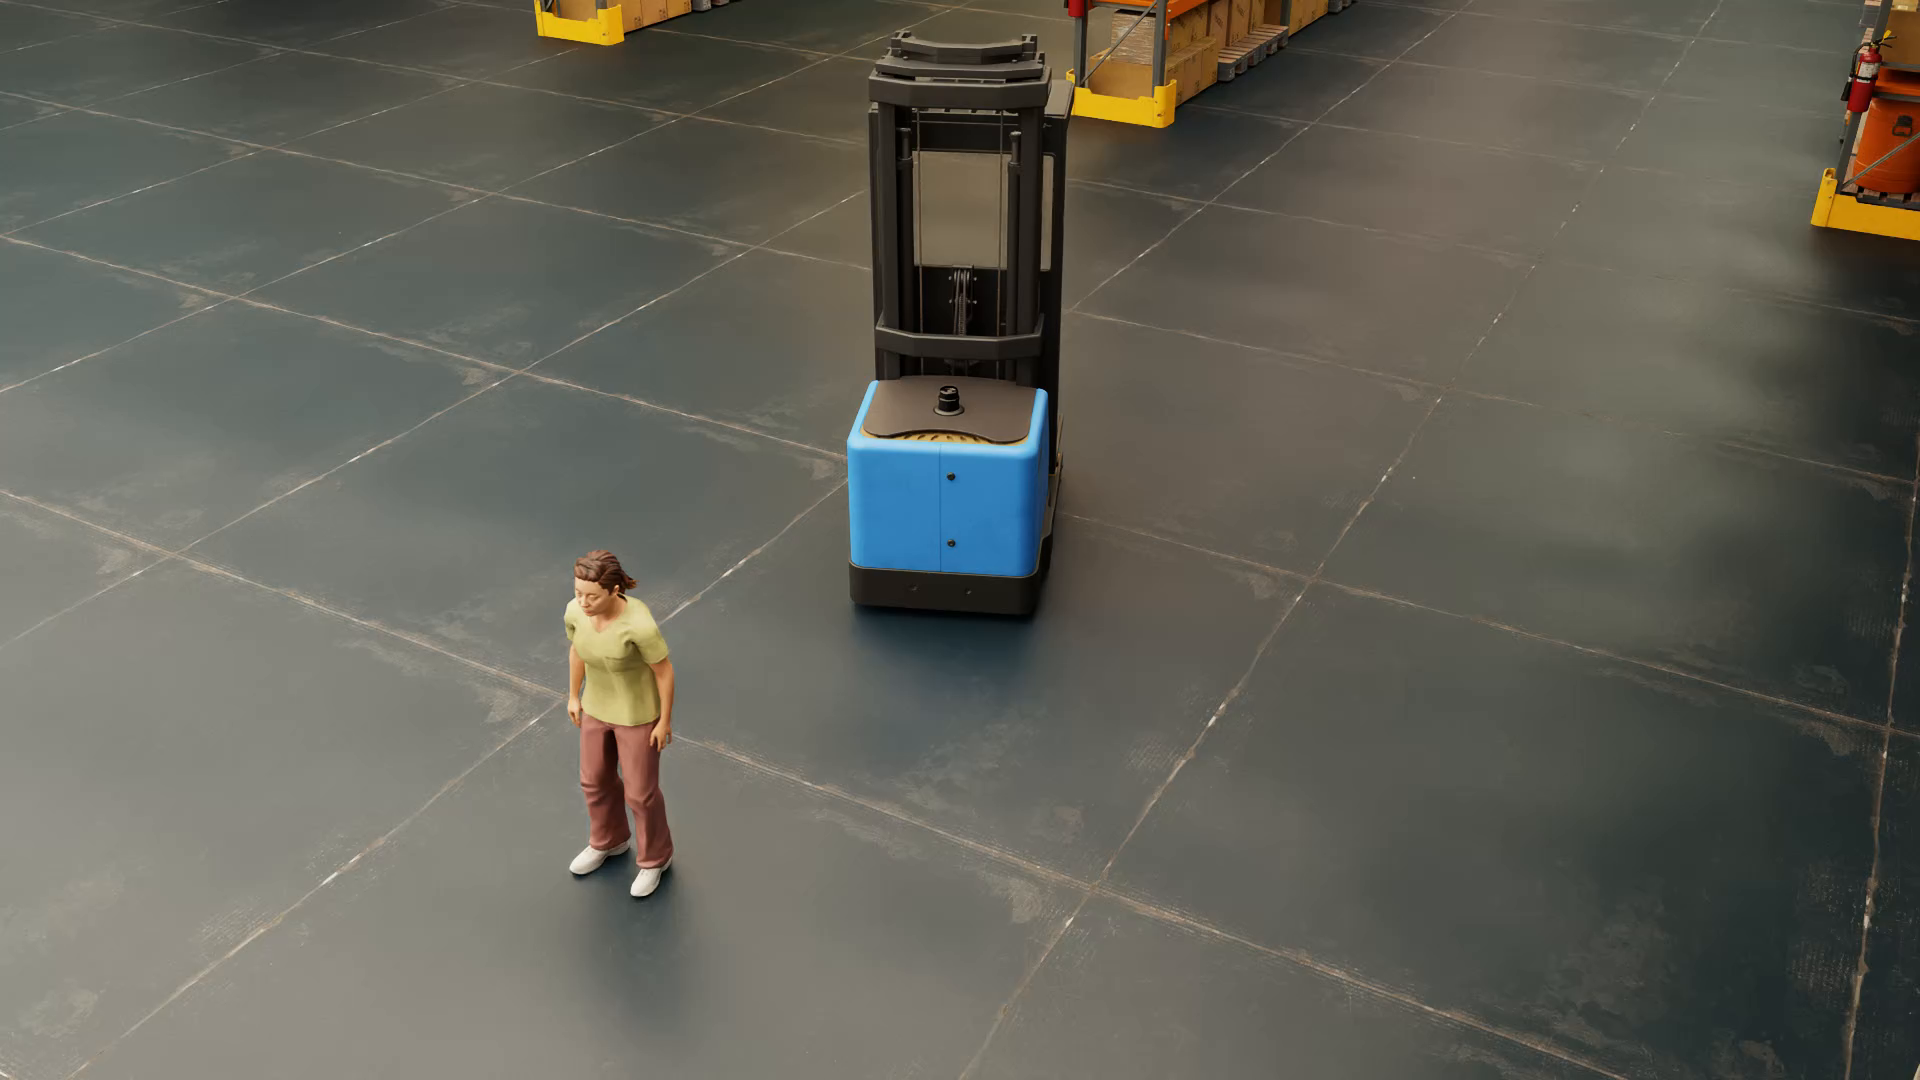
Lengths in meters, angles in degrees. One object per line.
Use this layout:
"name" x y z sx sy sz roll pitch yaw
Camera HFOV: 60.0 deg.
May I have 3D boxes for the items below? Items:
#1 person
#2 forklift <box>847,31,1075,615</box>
"person" -1.450 0.748 7.035 0.520 1.671 0.365 13 32 21
"forklift" 0.072 -1.572 9.794 1.130 2.935 3.031 3 30 6
